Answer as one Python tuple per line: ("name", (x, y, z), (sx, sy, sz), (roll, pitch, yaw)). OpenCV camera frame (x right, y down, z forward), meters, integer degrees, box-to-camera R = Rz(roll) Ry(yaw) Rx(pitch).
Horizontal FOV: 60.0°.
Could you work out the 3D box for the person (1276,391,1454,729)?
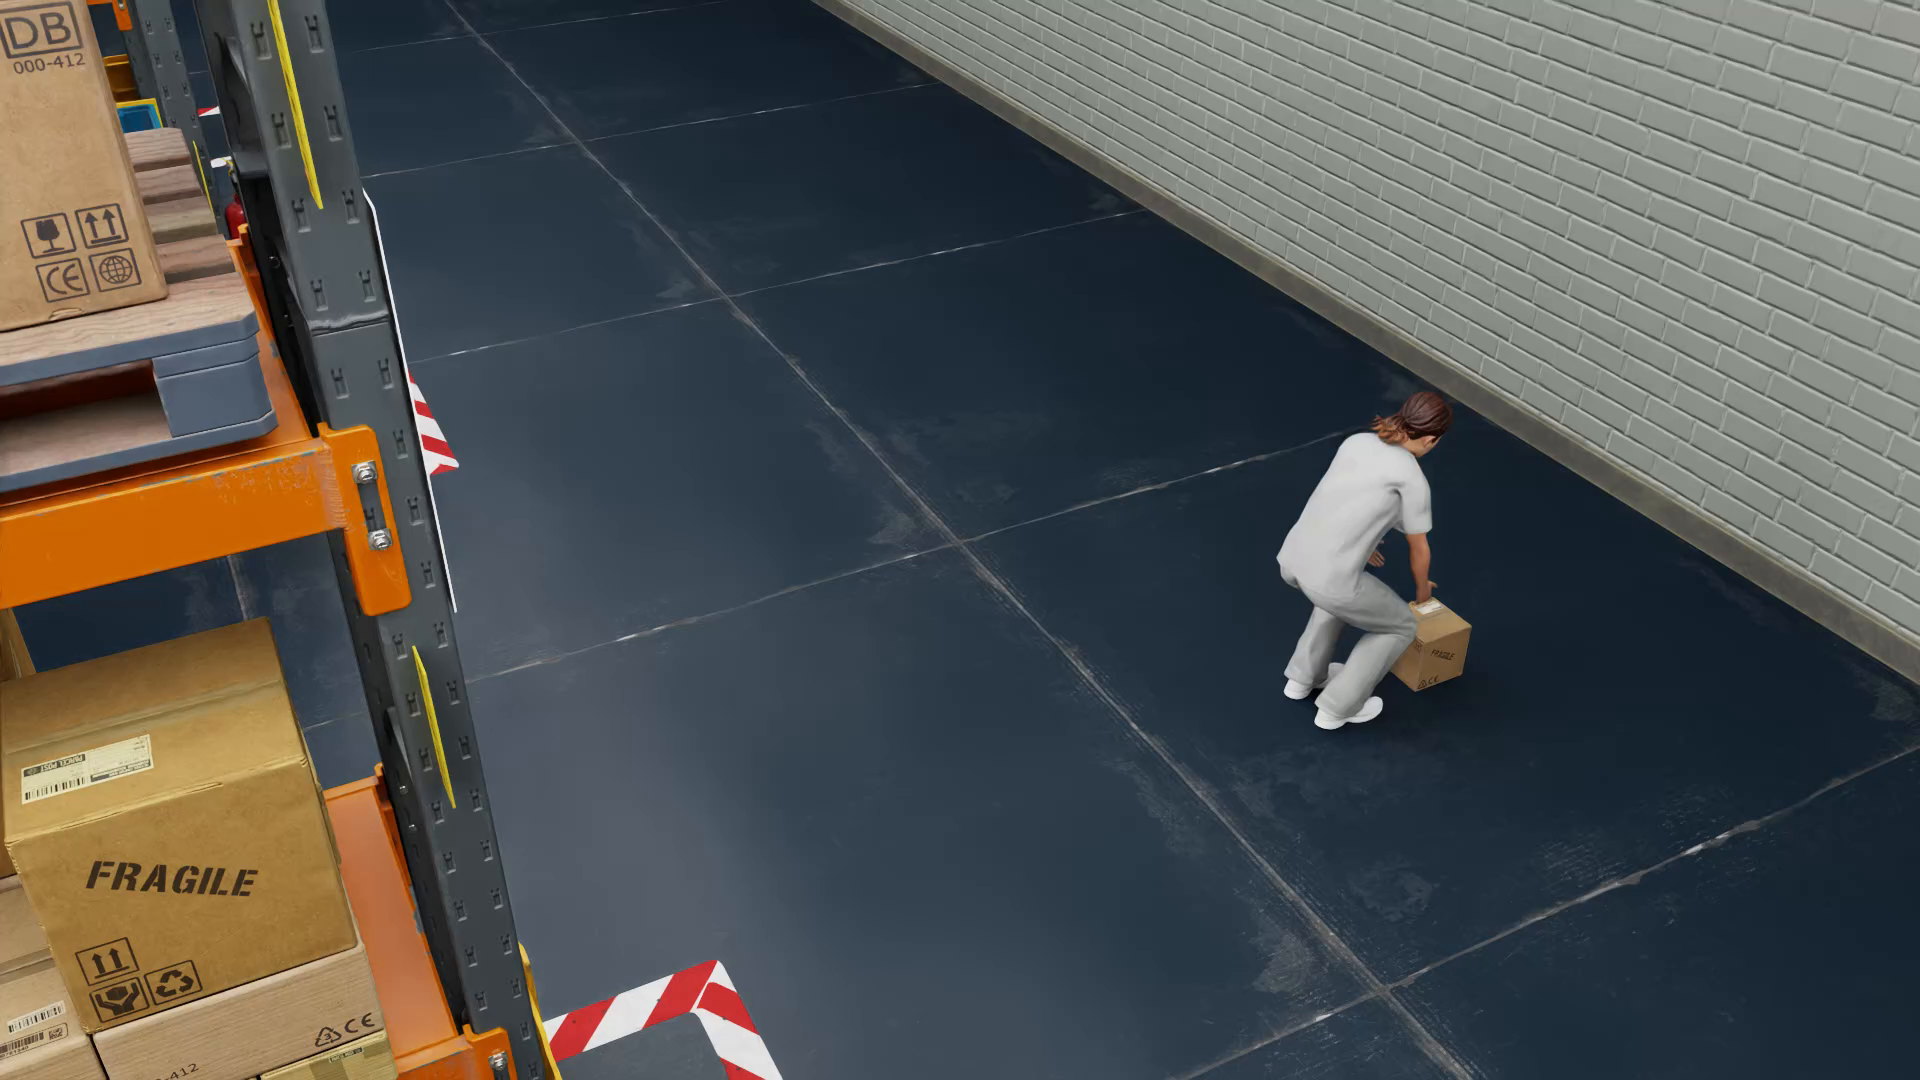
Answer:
("person", (1.523, 0.071, 6.376), (0.683, 1.304, 0.494), (-16, 36, -23))
